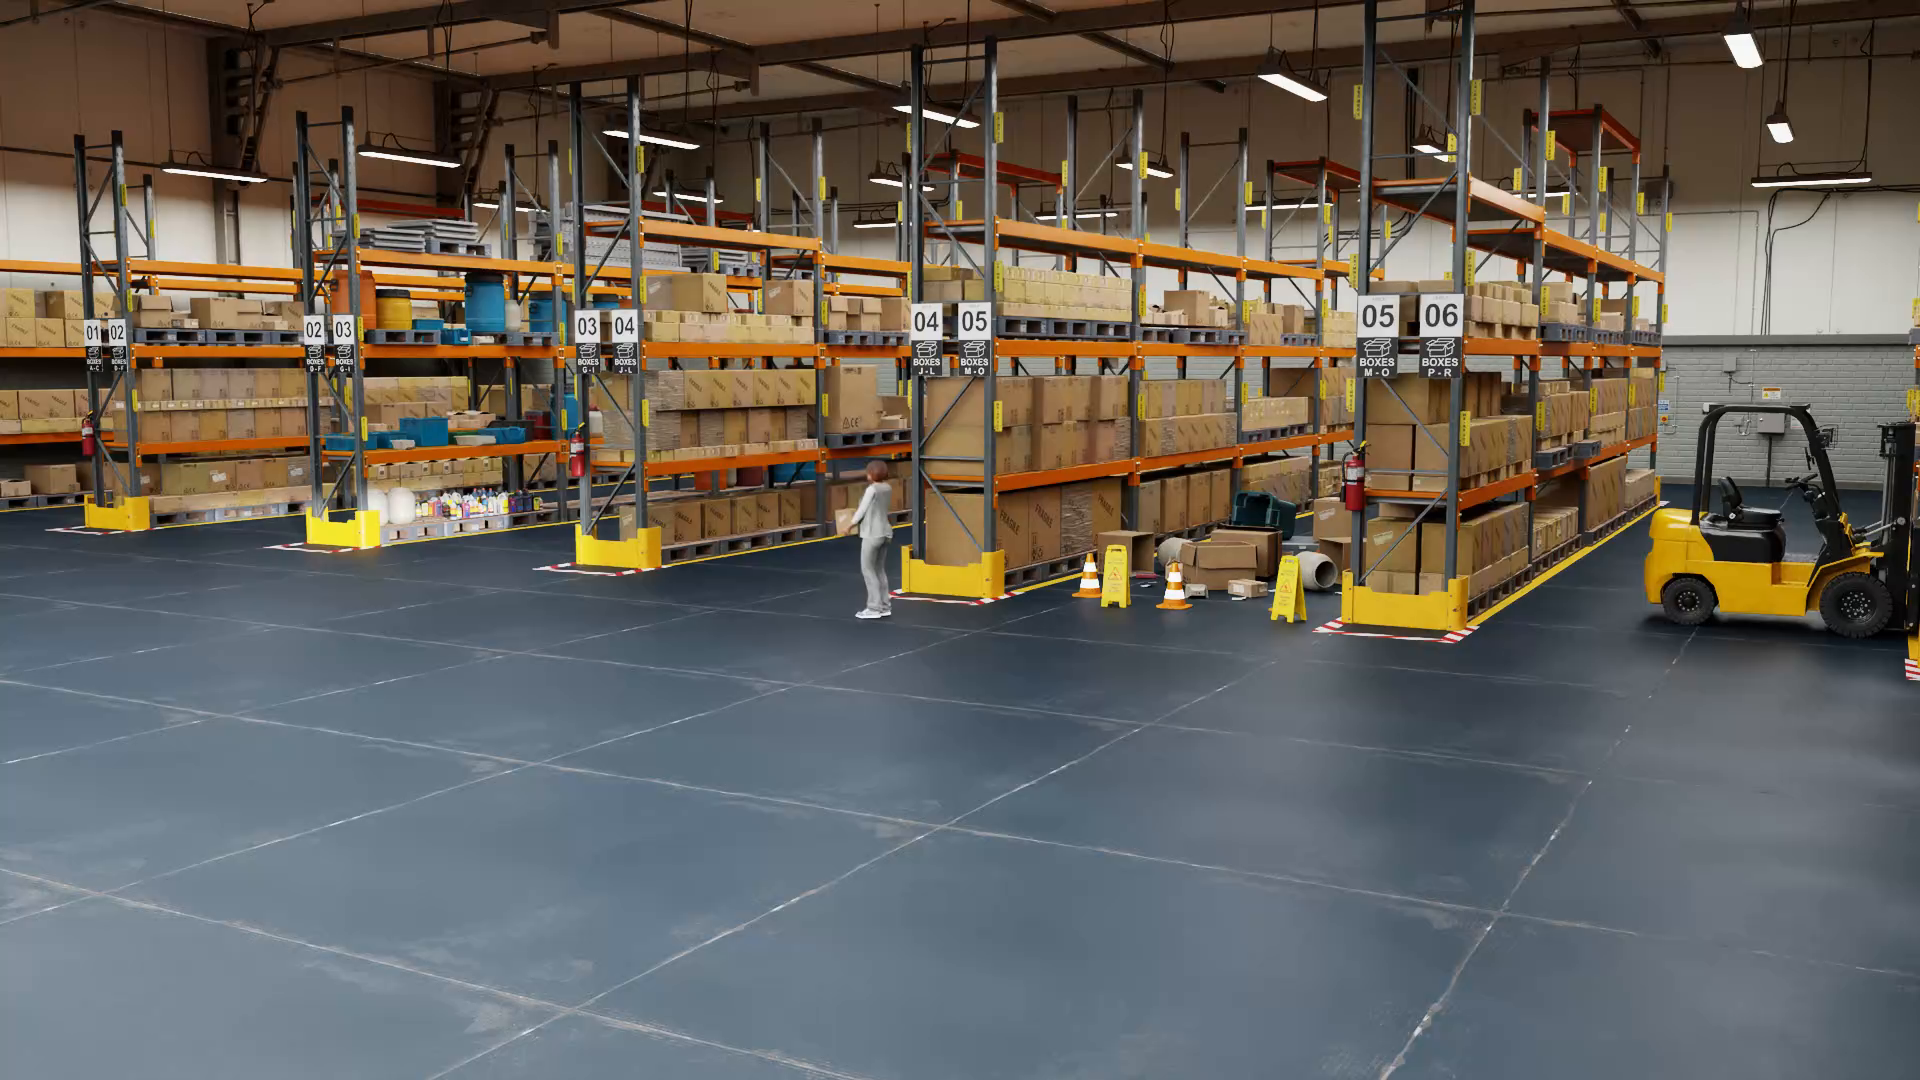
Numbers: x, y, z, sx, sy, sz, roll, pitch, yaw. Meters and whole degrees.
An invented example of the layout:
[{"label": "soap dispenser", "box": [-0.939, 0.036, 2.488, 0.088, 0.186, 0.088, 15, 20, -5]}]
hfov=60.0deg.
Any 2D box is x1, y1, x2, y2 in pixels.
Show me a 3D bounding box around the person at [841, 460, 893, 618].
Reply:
[{"label": "person", "box": [-0.923, -0.015, 16.730, 0.490, 1.596, 0.404, 3, 7, 29]}]
